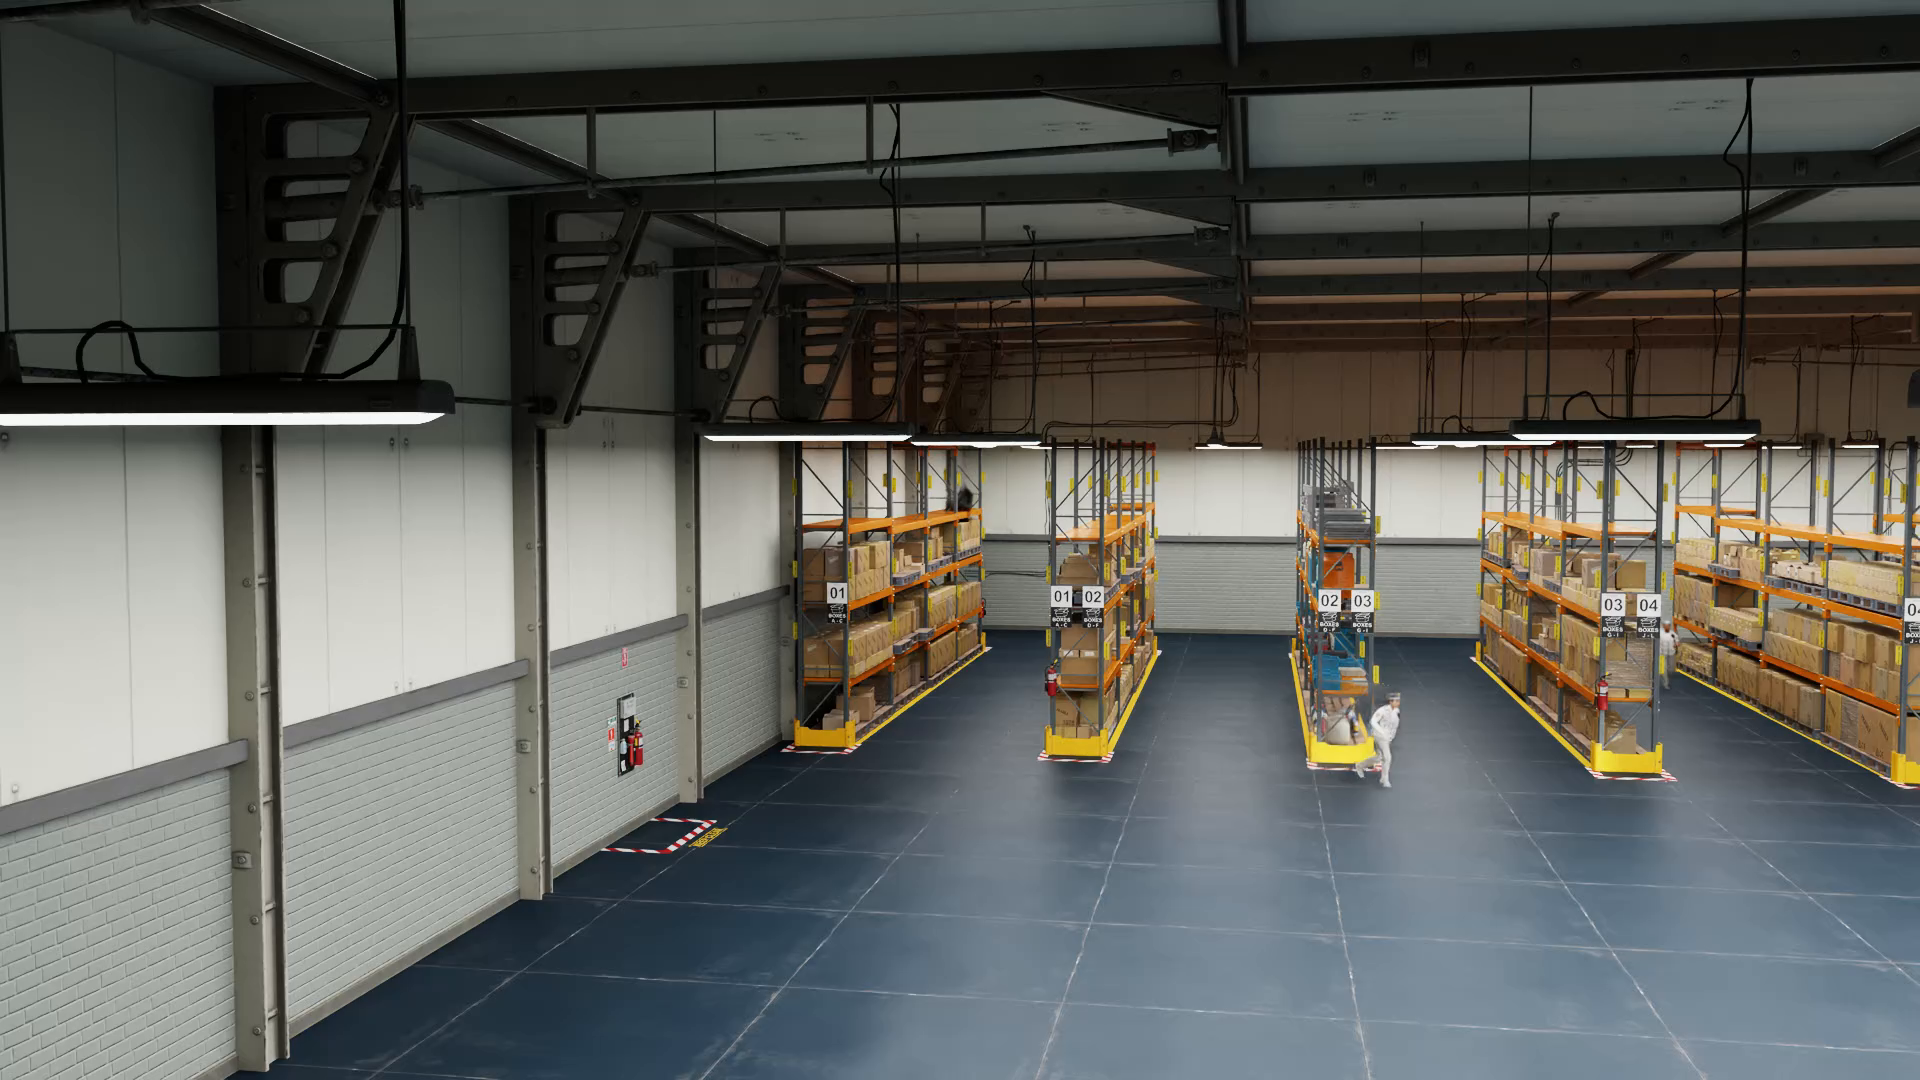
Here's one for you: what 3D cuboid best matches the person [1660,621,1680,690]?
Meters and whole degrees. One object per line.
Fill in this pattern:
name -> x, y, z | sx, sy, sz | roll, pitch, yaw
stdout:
person -> 17.110, 2.772, 40.287 | 0.620, 1.634, 0.823 | 1, 3, 10

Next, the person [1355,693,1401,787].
person -> 7.231, 3.424, 28.692 | 0.629, 1.659, 0.836 | -2, 4, -37
